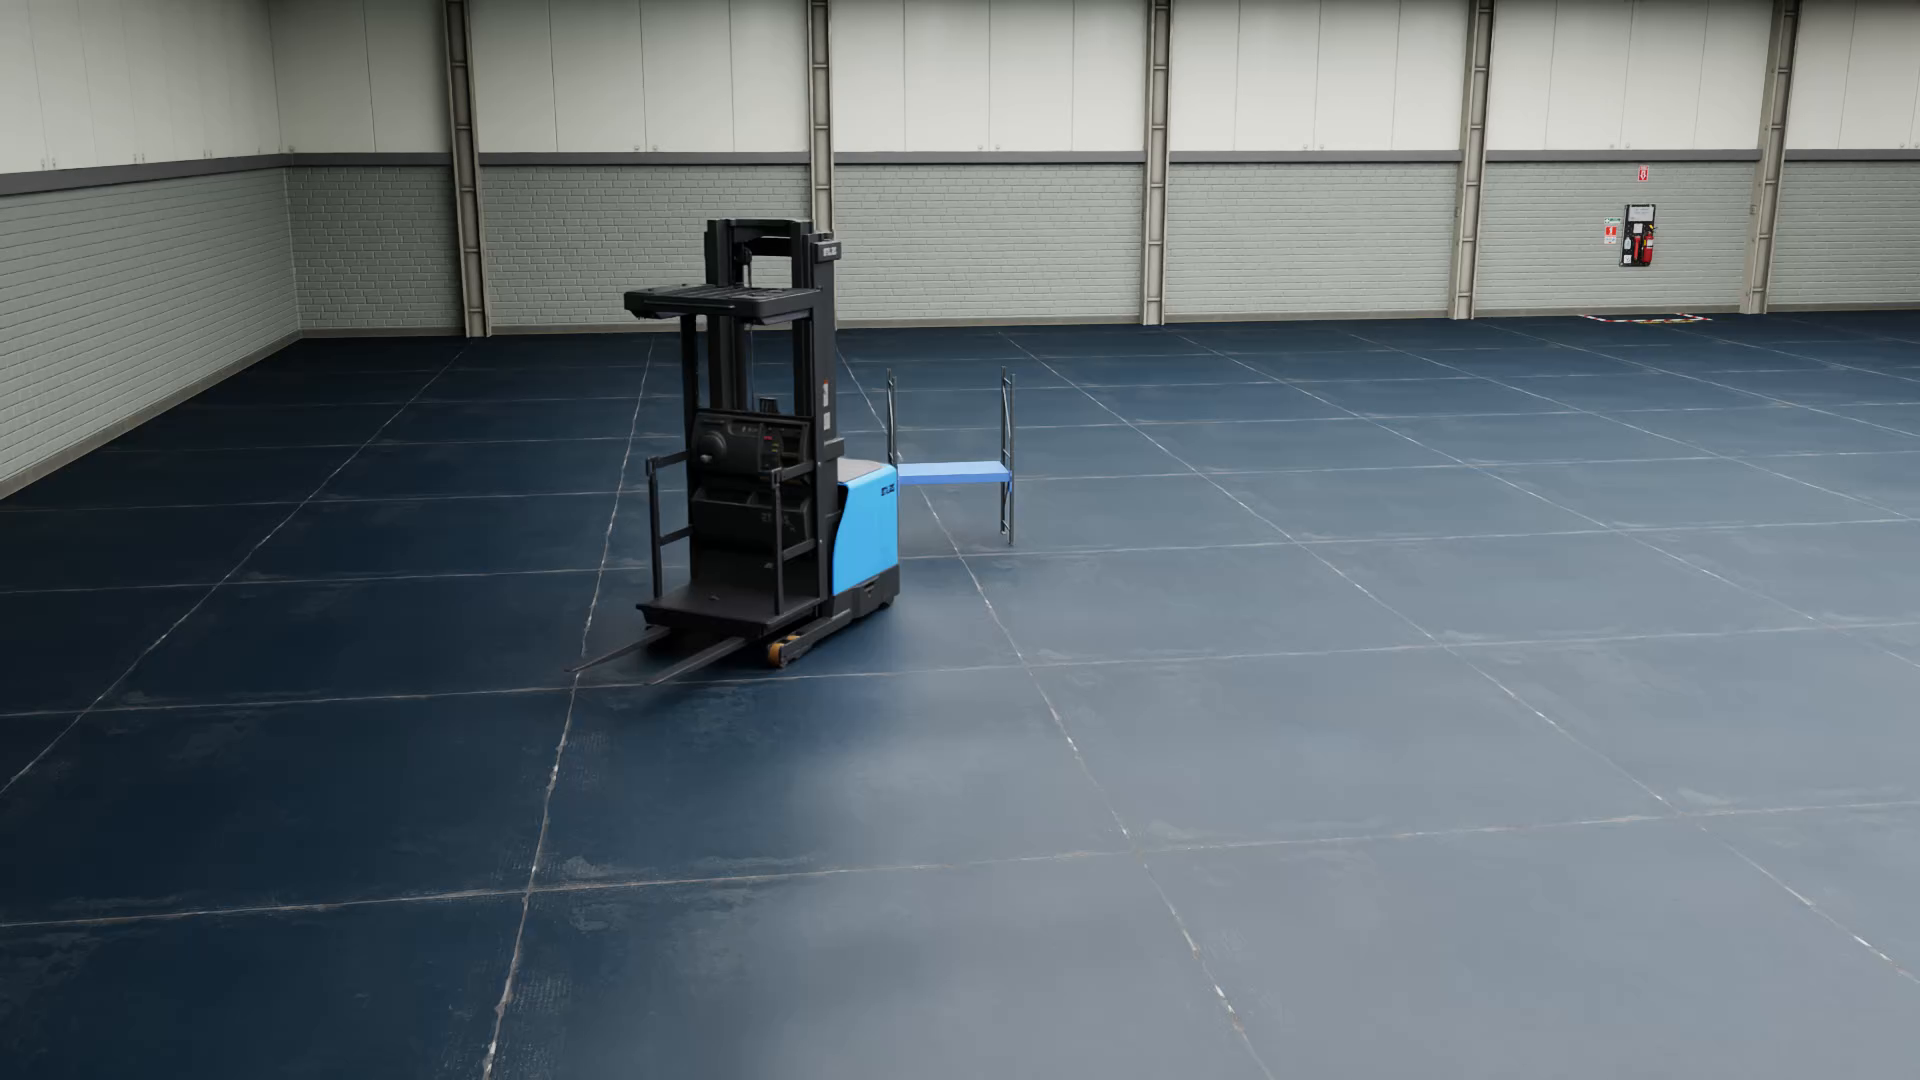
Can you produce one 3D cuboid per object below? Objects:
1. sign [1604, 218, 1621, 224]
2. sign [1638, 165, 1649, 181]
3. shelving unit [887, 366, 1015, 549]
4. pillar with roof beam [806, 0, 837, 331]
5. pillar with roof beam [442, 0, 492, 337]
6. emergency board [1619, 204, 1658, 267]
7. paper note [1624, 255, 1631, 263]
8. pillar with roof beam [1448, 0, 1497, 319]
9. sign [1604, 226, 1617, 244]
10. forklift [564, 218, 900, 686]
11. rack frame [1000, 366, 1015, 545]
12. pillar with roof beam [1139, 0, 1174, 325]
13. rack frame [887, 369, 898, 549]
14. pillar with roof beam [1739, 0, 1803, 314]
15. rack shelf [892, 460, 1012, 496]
[{"bbox_3d":[12.384,-6.061,31.560,0.331,0.109,0.001,-2,14,-8],"label":"sign"},{"bbox_3d":[12.918,-6.932,31.430,0.199,0.298,0.001,-2,14,-8],"label":"sign"},{"bbox_3d":[-0.084,-0.724,14.527,1.048,1.500,0.538,-2,14,-8],"label":"shelving unit"},{"bbox_3d":[-1.768,-7.086,24.478,0.400,9.000,9.100,-2,14,-8],"label":"pillar with roof beam"},{"bbox_3d":[-7.701,-6.869,23.611,0.400,9.000,9.100,-2,14,-8],"label":"pillar with roof beam"},{"bbox_3d":[12.941,-5.784,31.617,0.643,1.169,0.194,-2,14,-8],"label":"emergency board"},{"bbox_3d":[12.755,-5.367,31.765,0.142,0.148,0.016,-2,14,-8],"label":"paper note"},{"bbox_3d":[10.098,-7.521,26.212,0.400,9.000,9.100,-2,14,-8],"label":"pillar with roof beam"},{"bbox_3d":[12.378,-5.806,31.632,0.234,0.329,0.001,-2,14,-8],"label":"sign"},{"bbox_3d":[-1.555,-0.680,11.408,1.130,2.935,3.031,7,16,25],"label":"forklift"},{"bbox_3d":[0.418,-0.743,14.601,0.032,1.500,0.500,-2,14,-8],"label":"rack frame"},{"bbox_3d":[4.165,-7.303,25.345,0.400,9.000,9.100,-2,14,-8],"label":"pillar with roof beam"},{"bbox_3d":[-0.587,-0.706,14.454,0.032,1.500,0.500,-2,14,-8],"label":"rack frame"},{"bbox_3d":[16.031,-7.738,27.079,0.400,9.000,9.100,-2,14,-8],"label":"pillar with roof beam"},{"bbox_3d":[-0.084,-0.550,14.571,1.000,0.185,0.538,-2,14,-8],"label":"rack shelf"}]
